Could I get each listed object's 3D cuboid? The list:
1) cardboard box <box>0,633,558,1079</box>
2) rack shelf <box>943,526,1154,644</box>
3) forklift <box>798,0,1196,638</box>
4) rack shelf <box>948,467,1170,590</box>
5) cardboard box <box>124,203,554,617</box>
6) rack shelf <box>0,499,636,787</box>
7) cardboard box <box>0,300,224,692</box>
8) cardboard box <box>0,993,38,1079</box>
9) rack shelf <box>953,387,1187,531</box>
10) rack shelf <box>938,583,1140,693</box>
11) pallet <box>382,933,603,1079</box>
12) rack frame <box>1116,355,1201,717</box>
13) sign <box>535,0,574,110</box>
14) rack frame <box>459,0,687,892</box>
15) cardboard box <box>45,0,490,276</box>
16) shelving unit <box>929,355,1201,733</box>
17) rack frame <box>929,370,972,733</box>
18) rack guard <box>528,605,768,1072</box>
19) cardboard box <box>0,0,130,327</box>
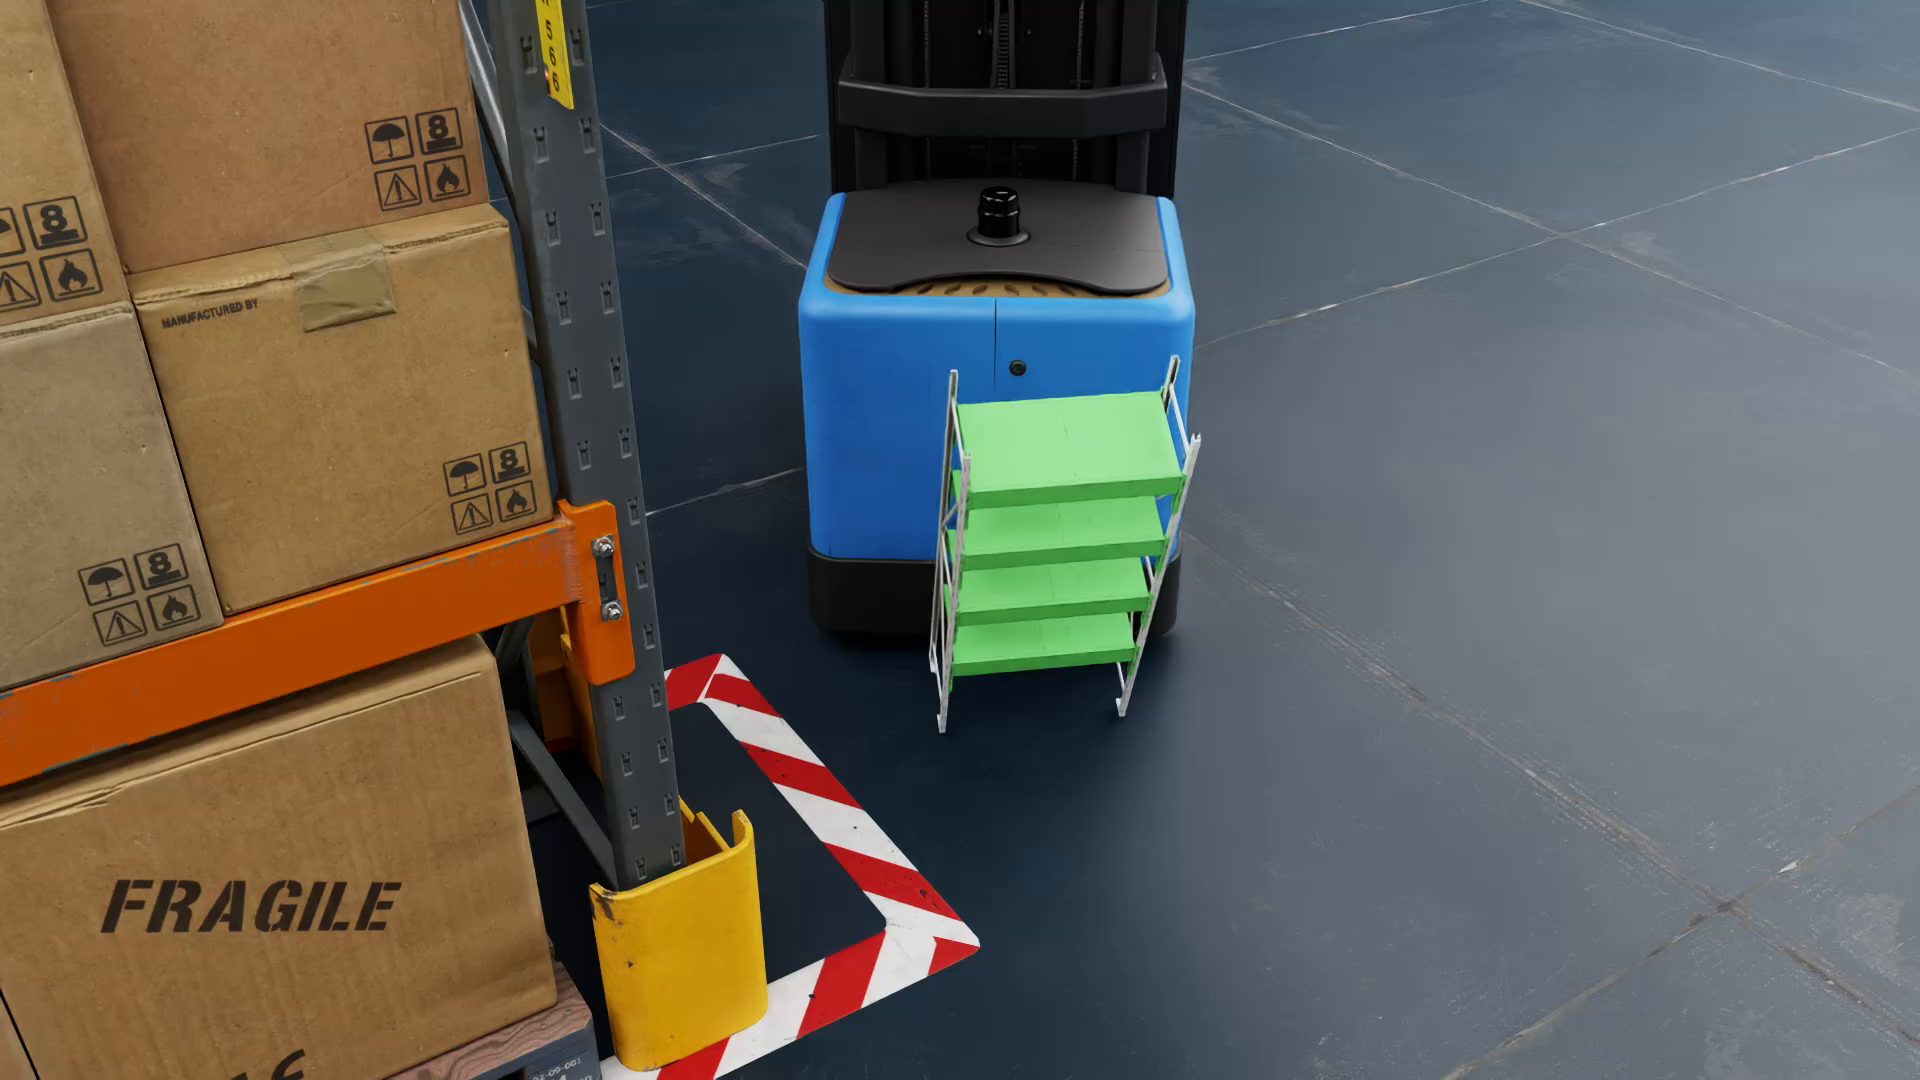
[{"bbox_3d":[-1.410,0.501,3.242,0.875,0.875,0.875,-19,37,-27],"label":"cardboard box"},{"bbox_3d":[0.208,0.091,4.076,0.480,0.148,0.258,-5,56,-7],"label":"rack shelf"},{"bbox_3d":[0.144,-1.717,5.225,1.130,2.935,3.031,1,32,2],"label":"forklift"},{"bbox_3d":[0.220,-0.045,3.879,0.480,0.148,0.258,-5,56,-7],"label":"rack shelf"},{"bbox_3d":[-1.163,-0.381,2.902,0.550,0.550,0.875,-19,37,-27],"label":"cardboard box"},{"bbox_3d":[-2.557,0.437,2.420,4.000,0.370,1.077,-19,37,-27],"label":"rack shelf"},{"bbox_3d":[-1.614,-0.213,2.635,0.550,0.550,0.875,-19,37,-27],"label":"cardboard box"},{"bbox_3d":[-2.148,0.756,2.837,0.875,0.875,0.875,-20,37,-28],"label":"cardboard box"},{"bbox_3d":[0.233,-0.182,3.682,0.480,0.148,0.258,-5,56,-7],"label":"rack shelf"},{"bbox_3d":[0.195,0.227,4.273,0.480,0.148,0.258,-5,56,-7],"label":"rack shelf"},{"bbox_3d":[-1.505,1.000,3.467,1.213,0.211,1.003,-19,37,-27],"label":"pallet"},{"bbox_3d":[0.453,0.036,4.053,0.015,1.200,0.240,-5,56,-7],"label":"rack frame"},{"bbox_3d":[-0.593,-0.788,2.381,0.005,0.325,0.100,-19,37,-27],"label":"sign"},{"bbox_3d":[-0.876,-0.446,3.145,0.127,3.000,1.000,-19,37,-27],"label":"rack frame"},{"bbox_3d":[-1.209,-0.876,2.674,0.550,0.550,0.875,-19,37,-27],"label":"cardboard box"},{"bbox_3d":[0.211,0.055,4.024,0.503,1.200,0.258,-5,56,-7],"label":"shelving unit"},{"bbox_3d":[-0.030,0.074,3.995,0.015,1.200,0.240,-5,56,-7],"label":"rack frame"},{"bbox_3d":[-0.856,0.605,3.823,0.348,0.500,1.175,-19,37,-27],"label":"rack guard"},{"bbox_3d":[-1.621,-0.675,2.357,0.550,0.550,0.875,-19,37,-27],"label":"cardboard box"}]
